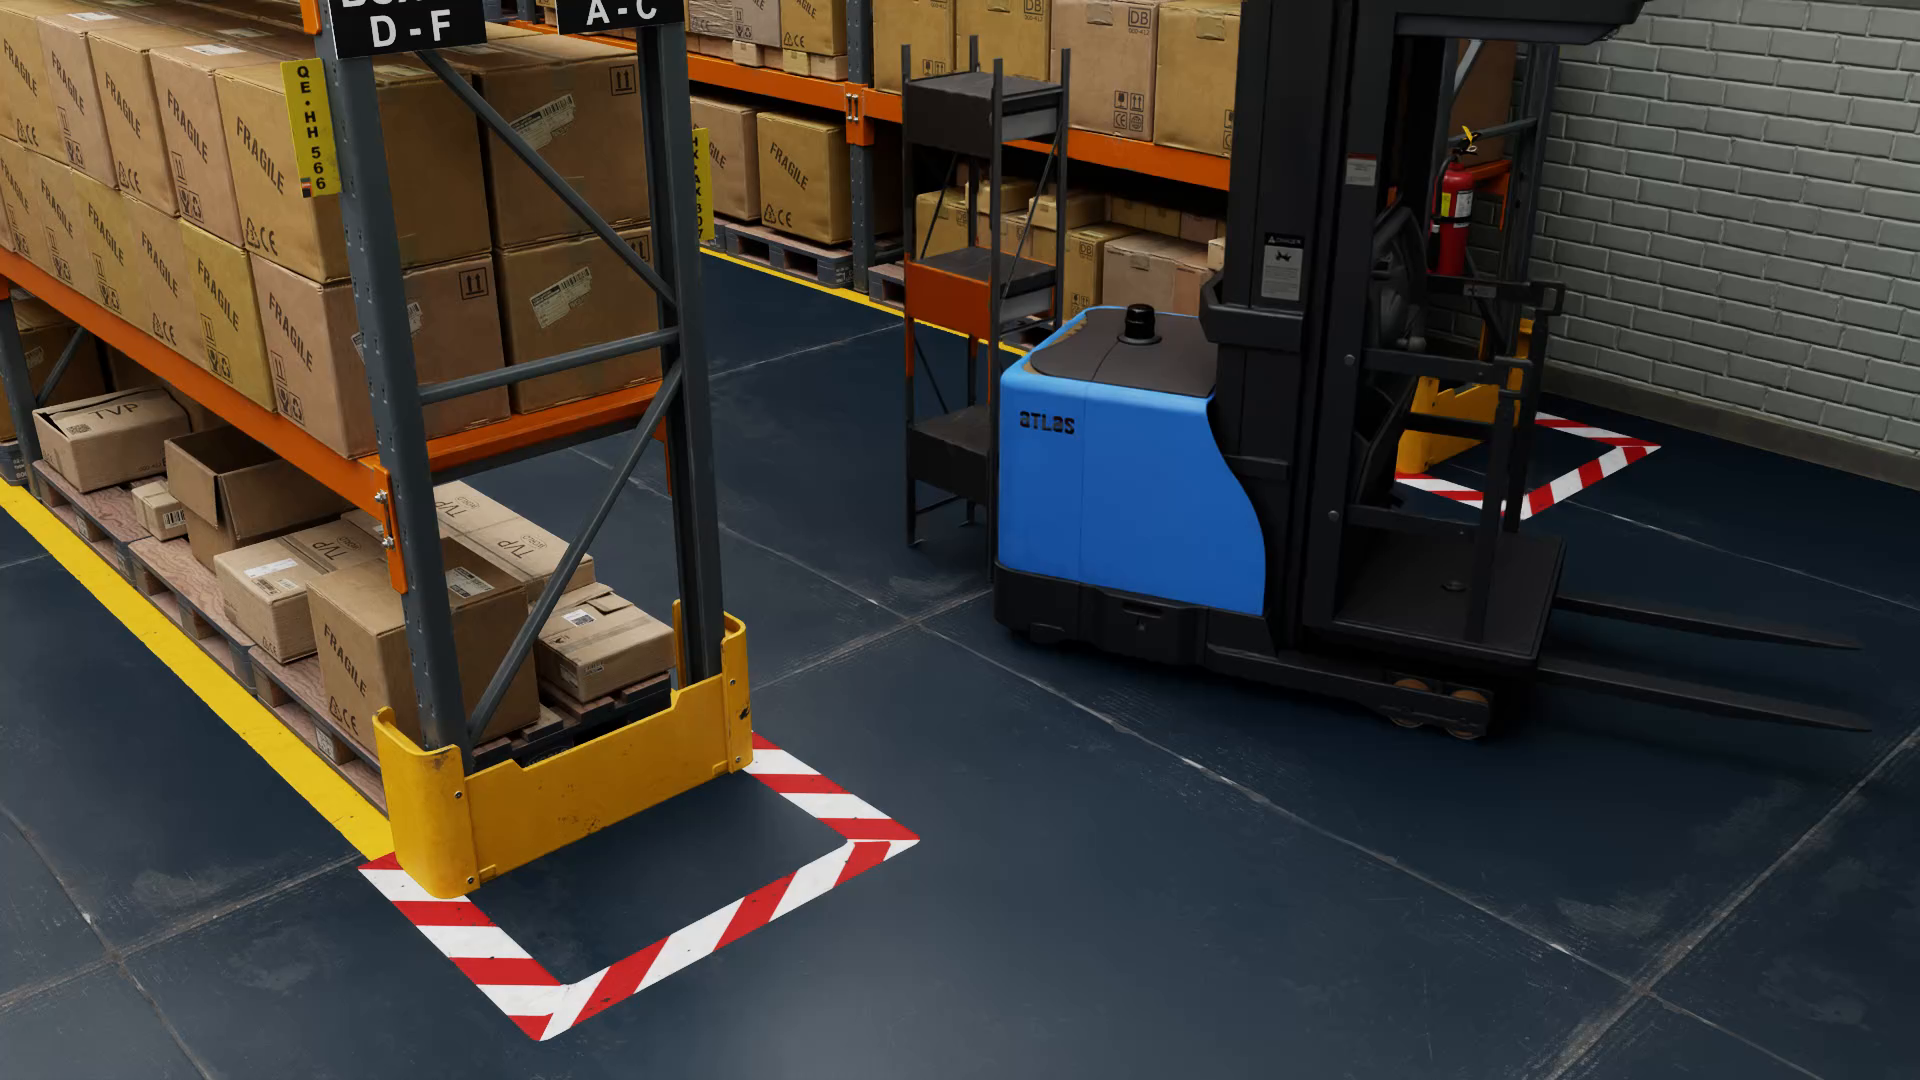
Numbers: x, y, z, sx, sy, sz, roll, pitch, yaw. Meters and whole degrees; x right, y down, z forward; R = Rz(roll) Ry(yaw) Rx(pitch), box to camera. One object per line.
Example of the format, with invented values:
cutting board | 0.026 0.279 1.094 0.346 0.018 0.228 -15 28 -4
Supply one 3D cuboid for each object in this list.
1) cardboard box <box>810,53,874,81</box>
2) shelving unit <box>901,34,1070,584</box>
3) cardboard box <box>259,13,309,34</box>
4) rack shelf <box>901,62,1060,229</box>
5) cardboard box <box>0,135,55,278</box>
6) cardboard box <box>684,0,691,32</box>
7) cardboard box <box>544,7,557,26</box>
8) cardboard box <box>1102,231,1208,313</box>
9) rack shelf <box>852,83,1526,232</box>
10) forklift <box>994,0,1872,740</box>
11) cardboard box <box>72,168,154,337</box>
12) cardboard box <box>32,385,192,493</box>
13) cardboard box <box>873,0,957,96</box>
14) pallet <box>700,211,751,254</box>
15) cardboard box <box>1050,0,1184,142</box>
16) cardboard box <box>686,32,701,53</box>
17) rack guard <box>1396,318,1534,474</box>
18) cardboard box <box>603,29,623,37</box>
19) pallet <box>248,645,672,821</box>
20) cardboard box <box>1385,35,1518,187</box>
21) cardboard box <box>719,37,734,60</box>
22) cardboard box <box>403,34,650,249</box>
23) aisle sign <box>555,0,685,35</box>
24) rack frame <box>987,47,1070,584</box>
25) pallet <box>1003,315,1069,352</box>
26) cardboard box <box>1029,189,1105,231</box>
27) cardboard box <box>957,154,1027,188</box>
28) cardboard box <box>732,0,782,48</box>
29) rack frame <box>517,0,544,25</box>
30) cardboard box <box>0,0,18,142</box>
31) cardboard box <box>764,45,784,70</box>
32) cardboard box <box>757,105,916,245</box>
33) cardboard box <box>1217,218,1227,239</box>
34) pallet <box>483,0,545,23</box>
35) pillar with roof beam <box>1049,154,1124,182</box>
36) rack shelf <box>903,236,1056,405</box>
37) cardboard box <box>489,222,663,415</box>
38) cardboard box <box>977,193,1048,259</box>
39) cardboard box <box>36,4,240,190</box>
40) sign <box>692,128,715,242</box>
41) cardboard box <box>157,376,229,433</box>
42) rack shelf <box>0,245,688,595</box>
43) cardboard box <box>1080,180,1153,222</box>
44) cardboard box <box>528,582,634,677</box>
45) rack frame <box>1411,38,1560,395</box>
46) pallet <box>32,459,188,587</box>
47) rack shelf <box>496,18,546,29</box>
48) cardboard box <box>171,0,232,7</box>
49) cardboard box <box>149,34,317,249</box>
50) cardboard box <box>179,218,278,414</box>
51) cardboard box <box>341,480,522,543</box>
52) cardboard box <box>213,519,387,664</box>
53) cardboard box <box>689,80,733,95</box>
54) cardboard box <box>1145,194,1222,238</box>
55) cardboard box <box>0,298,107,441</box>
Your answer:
cardboard box | -0.722 -3.020 10.535 0.380 0.149 0.250 -21 32 -38
shelving unit | 0.093 -0.908 6.707 0.431 2.100 0.503 -22 33 -40
cardboard box | -1.976 -1.504 5.607 0.500 0.500 0.500 -21 32 -38
rack shelf | 0.095 -1.532 6.423 0.431 0.518 0.480 -22 33 -40
cardboard box | -3.396 -1.356 6.489 0.500 0.500 0.500 -21 32 -38
cardboard box | -1.822 -3.818 11.502 0.500 0.500 0.500 -20 31 -37
cardboard box | -2.963 -4.045 12.780 0.380 0.149 0.250 -22 32 -39
cardboard box | 1.212 -1.433 9.282 0.500 0.500 0.700 23 33 40
rack shelf | 1.082 -2.170 9.260 1.077 0.370 4.000 -21 32 -38
forklift | 1.694 -0.896 5.684 3.031 2.935 1.130 10 27 22
cardboard box | -2.707 -1.051 5.818 0.500 0.500 0.500 -22 32 -39
cardboard box | -3.769 -0.485 7.409 0.500 0.311 0.500 -21 32 -38
cardboard box | 0.074 -3.071 10.006 0.980 0.700 0.700 -21 32 -38
pallet | -1.705 -2.417 12.293 1.003 0.211 1.213 -21 32 -38
cardboard box | 1.074 -2.630 9.040 0.700 0.700 0.980 22 32 39
cardboard box | -1.732 -3.501 11.589 0.380 0.149 0.250 -20 31 -37
rack guard | 2.466 -0.747 8.285 1.175 0.500 0.348 -21 32 -38
cardboard box | -2.415 -3.820 12.288 0.380 0.149 0.250 -22 32 -39
pallet | -1.762 0.520 5.857 1.003 0.211 1.213 -21 32 -38
cardboard box | 2.093 -2.180 8.052 0.980 0.700 0.700 -20 31 -36
cardboard box | -1.398 -3.337 11.230 0.380 0.149 0.250 -21 32 -38
cardboard box | -1.275 -1.195 4.929 0.500 0.500 0.500 -20 31 -37
aisle sign | -0.903 -1.730 4.297 0.394 0.787 0.004 -21 32 -38
rack frame | 0.264 -0.835 6.549 0.400 2.100 0.015 -22 33 -40
pallet | 1.016 -1.212 9.653 1.003 0.211 1.213 -21 32 -38
cardboard box | 0.609 -1.883 9.488 0.380 0.149 0.250 -22 33 -40
cardboard box | 0.197 -2.297 10.395 0.380 0.149 0.250 -21 32 -39
cardboard box | -1.140 -3.513 10.834 0.500 0.500 0.500 -21 32 -38
rack frame | -3.019 -4.315 13.095 1.000 3.000 0.127 -21 32 -38
cardboard box | -3.428 -1.818 6.297 0.500 0.500 0.500 -22 33 -40
cardboard box | -1.056 -3.181 10.888 0.380 0.149 0.250 -20 31 -37
cardboard box | -0.824 -2.476 11.148 0.750 0.750 0.750 -21 32 -38
cardboard box | 1.612 -1.672 9.025 0.380 0.149 0.250 -21 32 -38
pallet | -3.584 -4.414 13.542 1.213 0.211 1.003 -21 32 -38
pillar with roof beam | -2.317 -4.645 6.589 9.100 9.000 0.400 -21 32 -38
rack shelf | 0.092 -0.895 6.713 0.431 0.518 0.480 -22 33 -40
cardboard box | -1.275 -0.740 5.137 0.500 0.500 0.500 -20 32 -37
cardboard box | 0.493 -1.748 9.974 0.700 0.500 0.500 -22 32 -39
cardboard box | -2.724 -1.506 5.613 0.500 0.500 0.500 -20 31 -37
sign | -0.768 -1.033 4.857 0.100 0.325 0.005 -21 32 -38
cardboard box | -3.302 -0.668 7.581 0.500 0.500 0.500 -21 32 -38
rack shelf | -2.531 -0.764 6.177 1.077 0.370 4.000 -21 32 -38
cardboard box | 0.912 -1.981 9.703 0.380 0.149 0.250 -21 32 -38
cardboard box | -1.370 0.304 5.854 0.380 0.166 0.250 -21 32 -38
rack frame | 2.449 -1.891 7.782 1.000 3.000 0.127 -21 32 -38
pallet | -3.429 -0.220 7.478 1.003 0.211 1.213 -21 32 -38
rack shelf | -4.386 -4.594 14.572 1.077 0.370 4.000 -21 32 -38
cardboard box | -2.667 -1.810 6.279 0.500 0.500 0.500 -21 32 -38
cardboard box | -2.015 -1.195 4.930 0.500 0.500 0.500 -20 31 -37
cardboard box | -2.026 -0.745 5.149 0.500 0.500 0.500 -21 32 -38
cardboard box | -2.012 0.018 6.380 0.500 0.250 0.500 -21 32 -38
cardboard box | -2.343 0.175 6.036 0.500 0.250 0.500 -21 32 -38
cardboard box | -2.018 -3.001 12.298 0.750 0.750 0.750 -21 32 -39
cardboard box | 1.261 -1.826 9.364 0.380 0.149 0.250 -21 32 -38
cardboard box | -4.445 -0.828 7.933 0.500 0.500 0.500 -21 32 -39
